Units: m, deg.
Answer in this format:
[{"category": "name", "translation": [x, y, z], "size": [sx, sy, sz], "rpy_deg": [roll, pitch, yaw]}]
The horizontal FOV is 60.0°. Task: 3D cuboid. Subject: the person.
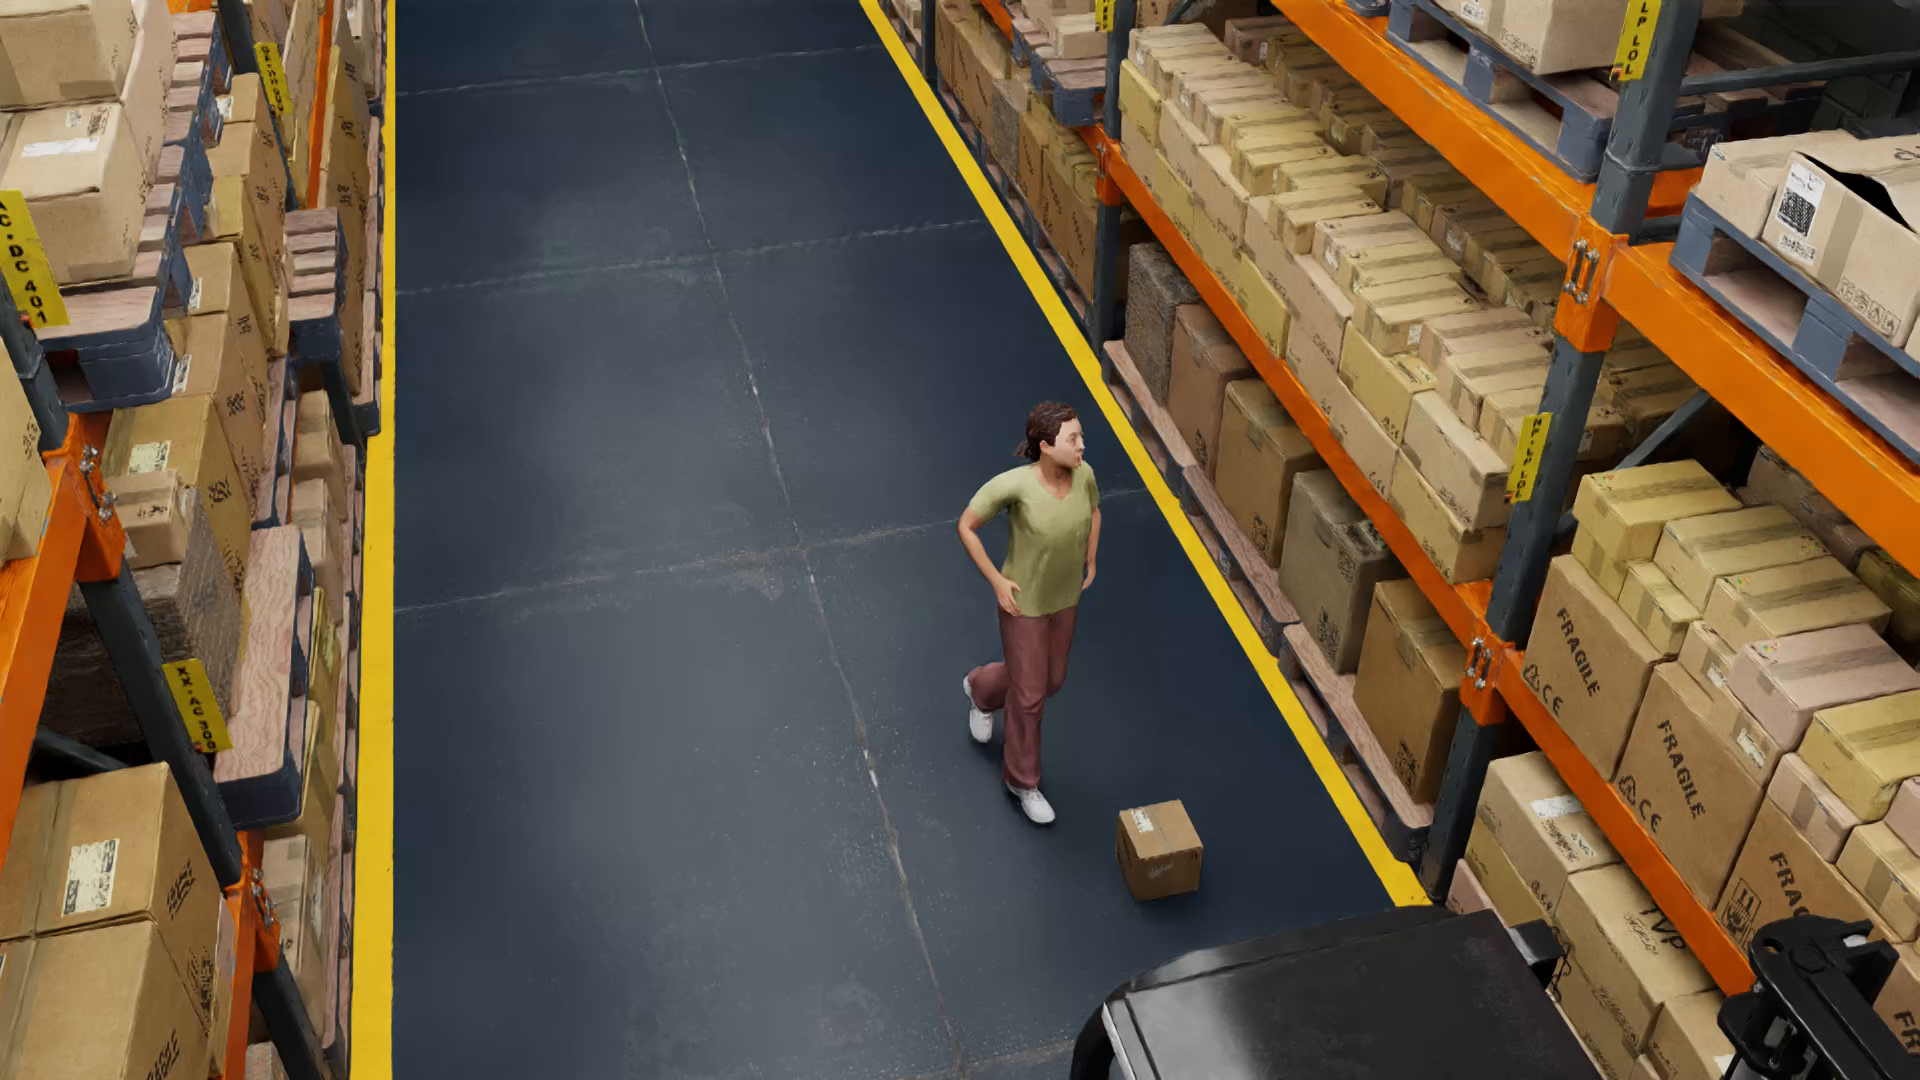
[{"category": "person", "translation": [0.348, 0.221, 6.444], "size": [0.597, 1.635, 0.745], "rpy_deg": [-23, 44, -26]}]
